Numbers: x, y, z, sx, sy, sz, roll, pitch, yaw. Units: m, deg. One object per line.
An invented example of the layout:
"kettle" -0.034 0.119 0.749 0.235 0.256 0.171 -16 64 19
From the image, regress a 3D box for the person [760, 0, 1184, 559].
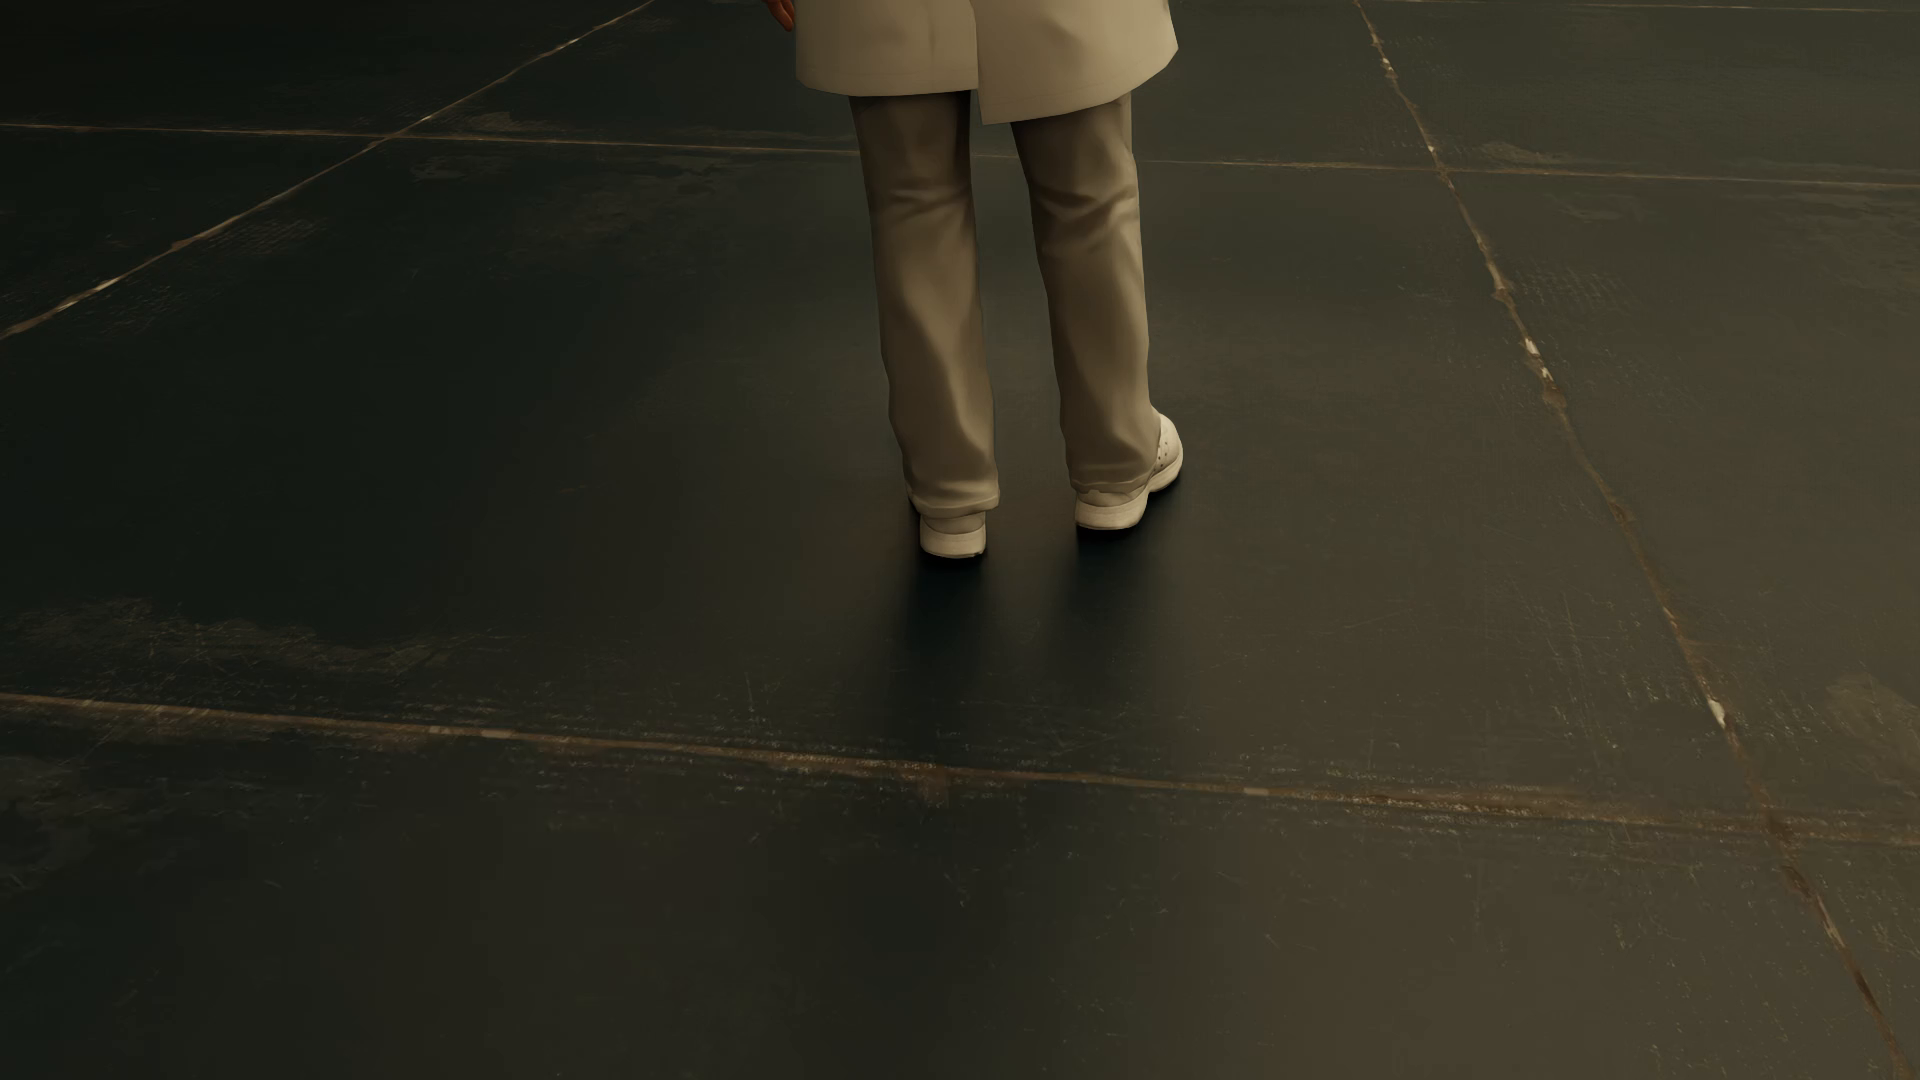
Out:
"person" 0.023 -0.842 2.182 0.684 1.775 0.575 3 27 7
